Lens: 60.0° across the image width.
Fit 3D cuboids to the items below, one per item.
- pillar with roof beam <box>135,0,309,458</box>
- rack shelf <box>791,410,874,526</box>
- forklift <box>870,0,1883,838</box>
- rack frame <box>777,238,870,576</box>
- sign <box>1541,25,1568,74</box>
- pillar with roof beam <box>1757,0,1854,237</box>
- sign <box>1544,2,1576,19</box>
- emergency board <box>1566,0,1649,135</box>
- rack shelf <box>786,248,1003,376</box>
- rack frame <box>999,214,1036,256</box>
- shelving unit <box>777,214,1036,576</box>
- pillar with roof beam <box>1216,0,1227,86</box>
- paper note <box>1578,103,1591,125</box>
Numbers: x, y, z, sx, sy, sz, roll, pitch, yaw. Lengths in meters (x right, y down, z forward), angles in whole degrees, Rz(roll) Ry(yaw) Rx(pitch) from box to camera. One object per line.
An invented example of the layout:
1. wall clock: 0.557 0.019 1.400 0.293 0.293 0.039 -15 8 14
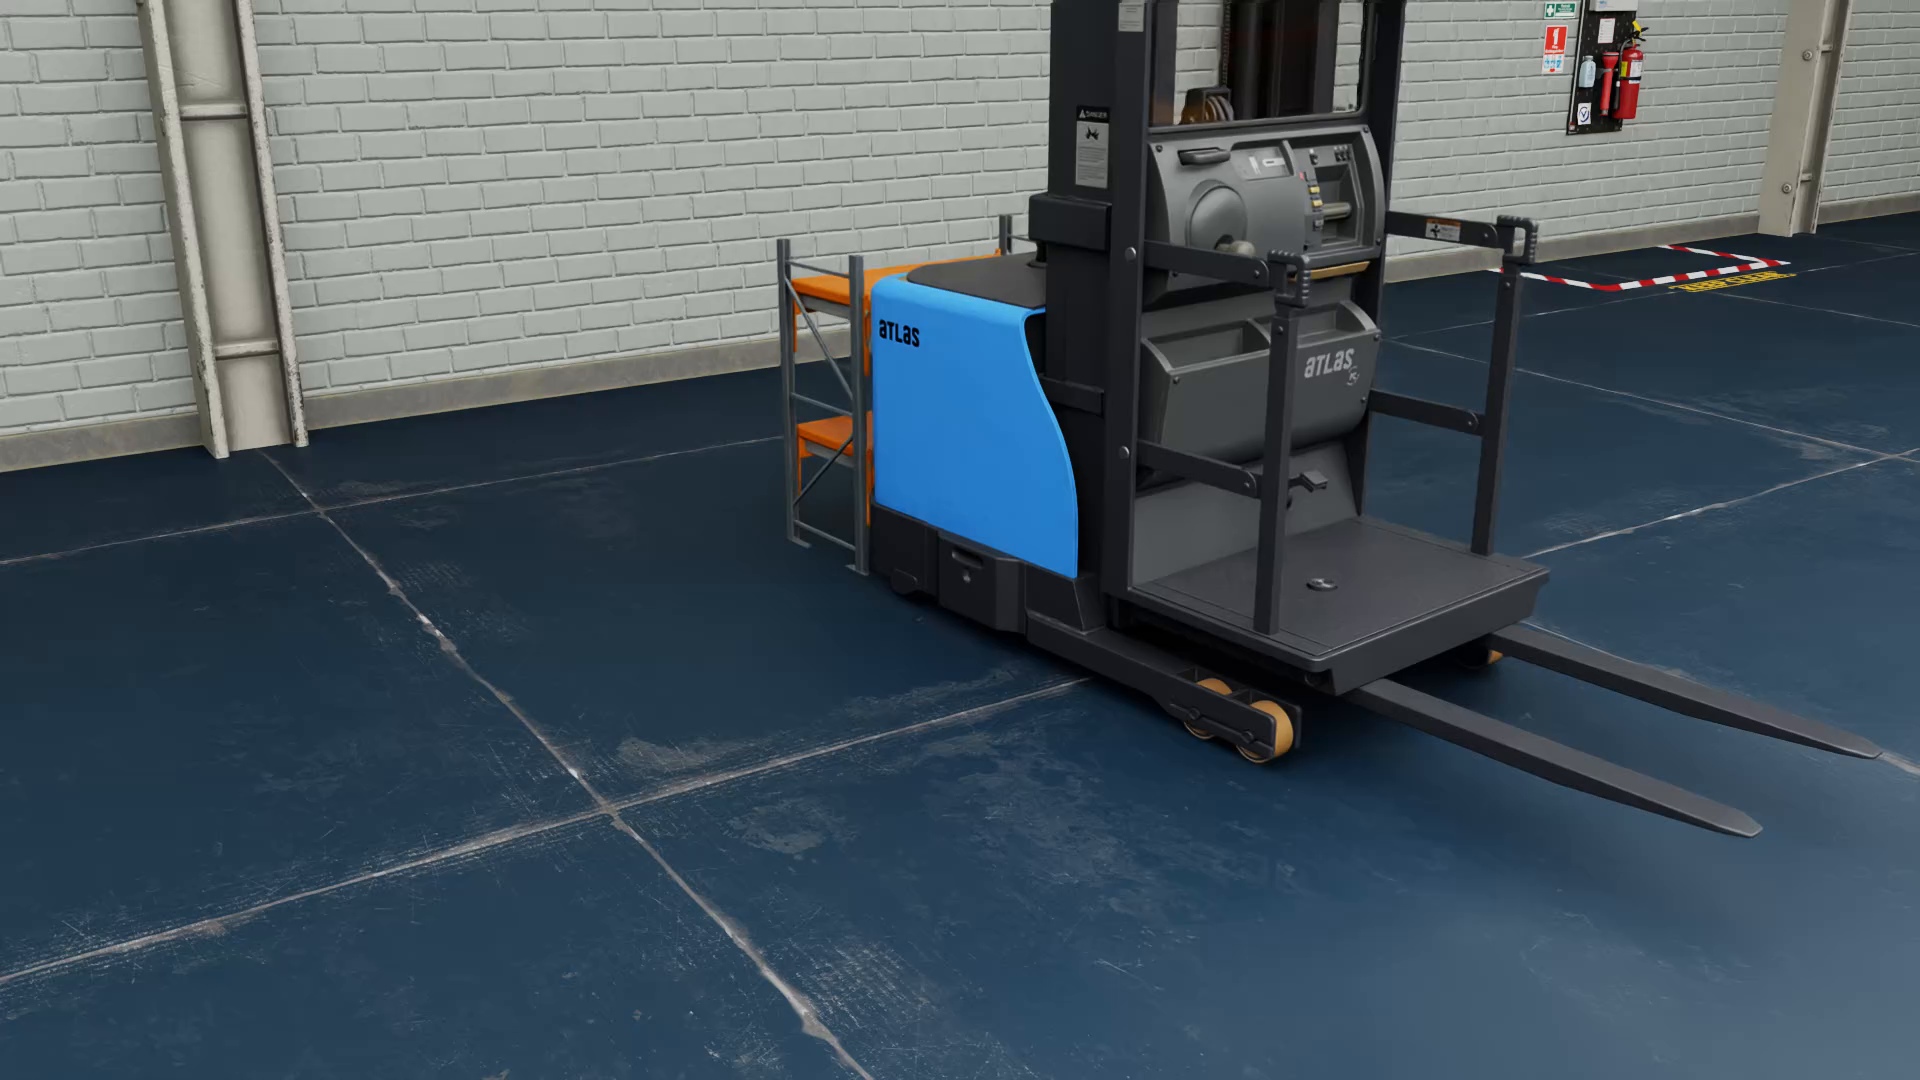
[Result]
1. pillar with roof beam: -0.821 -3.545 2.680 0.400 9.000 9.100 -12 22 -31
2. rack shelf: -0.083 -0.342 6.263 1.000 0.278 0.538 -14 23 -35
3. forklift: 1.019 -0.970 4.539 1.130 2.935 3.031 -15 24 -37
4. rack frame: -0.485 -0.474 5.889 0.032 1.125 0.500 -14 23 -35
5. sign: 4.230 -3.490 11.829 0.234 0.329 0.001 -12 22 -31
6. pillar with roof beam: 9.201 -5.659 8.932 0.400 9.000 9.100 -12 22 -31
7. sign: 4.239 -3.740 11.740 0.331 0.109 0.001 -12 22 -31
8. emergency board: 4.749 -3.543 12.042 0.643 1.169 0.194 -12 22 -31
9. rack shelf: -0.083 -0.851 6.091 1.000 0.278 0.538 -14 23 -35
10. rack frame: 0.318 -0.673 6.479 0.032 1.125 0.500 -14 23 -35
11. shelving unit: -0.083 -0.573 6.184 1.048 1.125 0.538 -14 23 -35
12. pillar with roof beam: 4.190 -4.602 5.806 0.400 9.000 9.100 -12 22 -31
13. paper note: 4.563 -3.113 12.145 0.142 0.148 0.016 -12 22 -31
